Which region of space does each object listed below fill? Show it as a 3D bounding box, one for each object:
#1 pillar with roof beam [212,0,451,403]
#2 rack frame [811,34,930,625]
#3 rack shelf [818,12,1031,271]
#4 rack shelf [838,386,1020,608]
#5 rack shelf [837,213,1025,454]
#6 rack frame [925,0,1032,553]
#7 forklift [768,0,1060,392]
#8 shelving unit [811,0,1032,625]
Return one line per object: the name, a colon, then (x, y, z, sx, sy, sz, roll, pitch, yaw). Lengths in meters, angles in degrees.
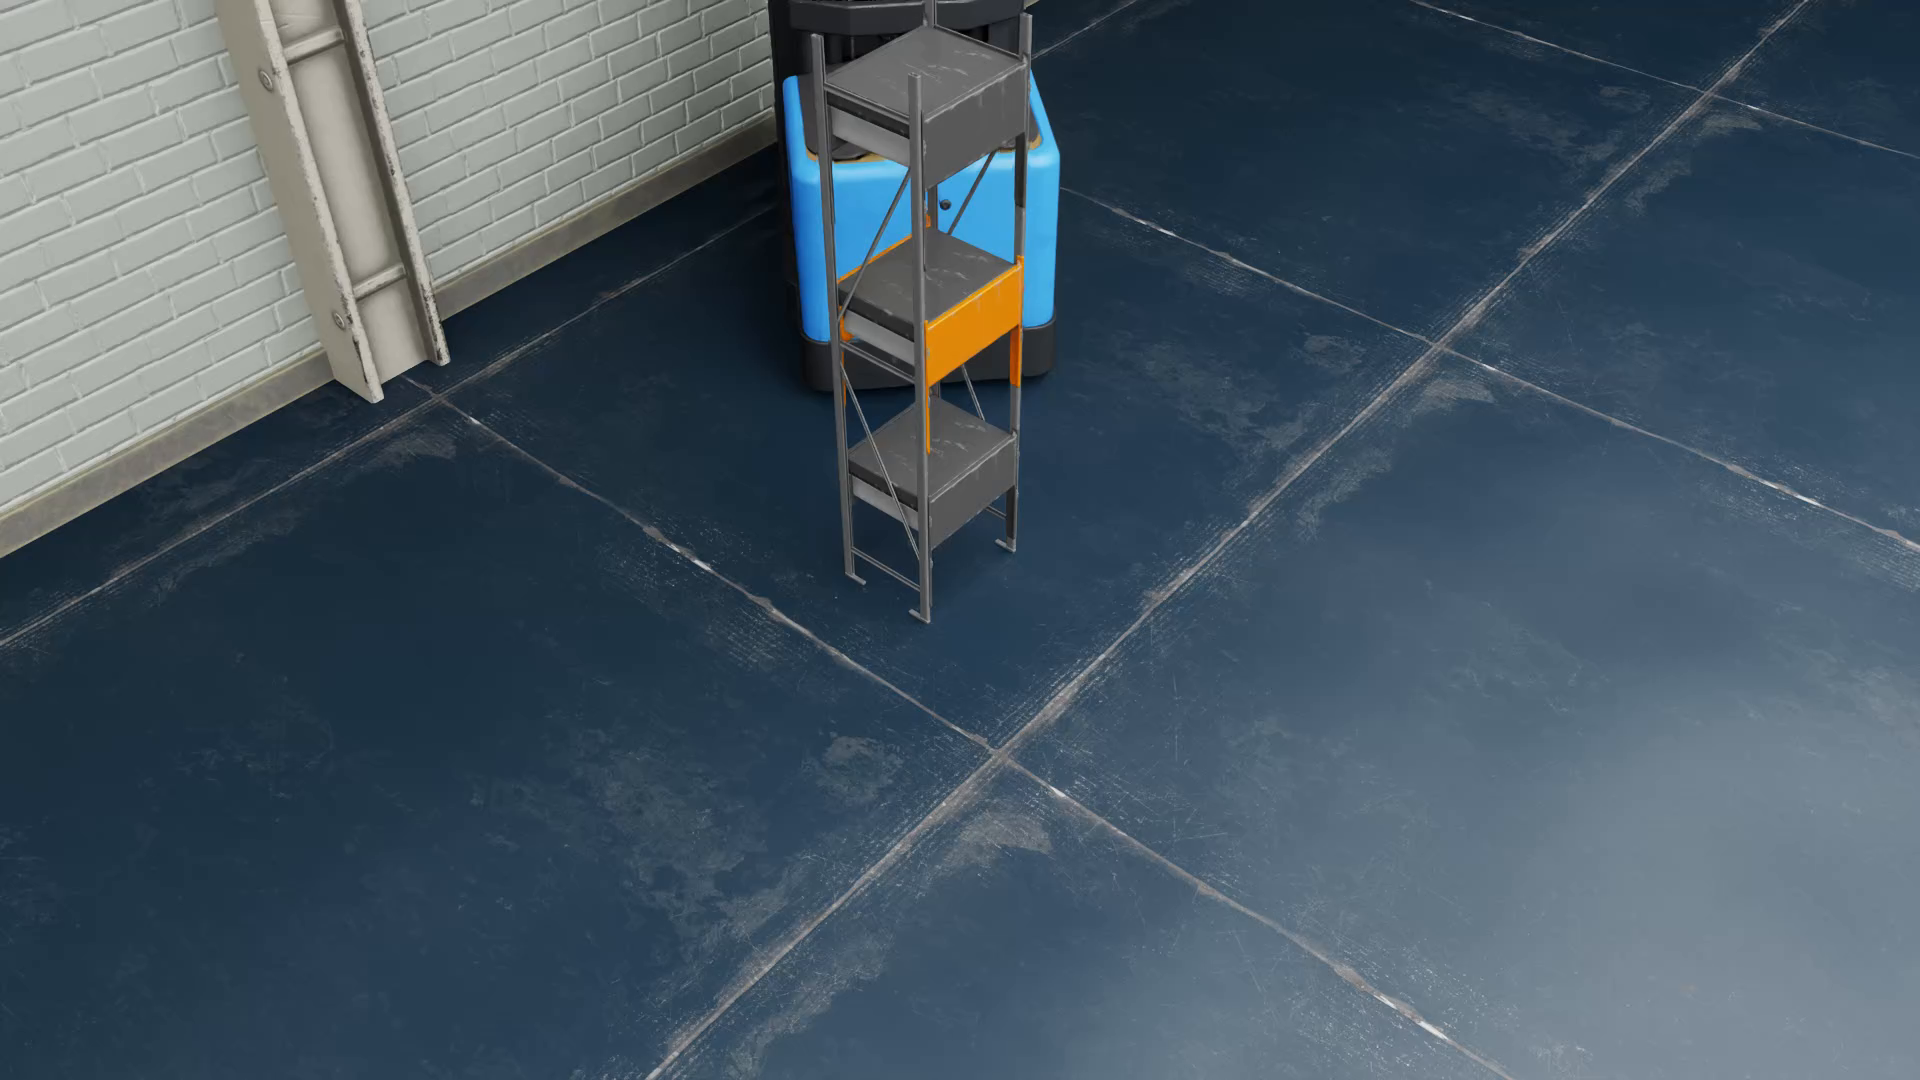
pillar with roof beam: (0.882, -2.196, 1.976, 9.100, 9.000, 0.400, 29, 50, 28)
rack frame: (-0.264, -0.566, 5.312, 0.400, 2.100, 0.015, 29, 50, 28)
rack shelf: (-0.107, -1.199, 4.988, 0.431, 0.518, 0.480, 29, 50, 28)
rack shelf: (-0.107, -0.164, 5.930, 0.431, 0.518, 0.480, 29, 50, 28)
rack shelf: (-0.107, -0.682, 5.459, 0.431, 0.518, 0.480, 29, 50, 28)
rack frame: (0.050, -0.817, 5.588, 0.400, 2.100, 0.015, 29, 50, 28)
forklift: (-0.303, -2.684, 7.023, 1.130, 2.935, 3.031, -5, 43, -5)
shelving unit: (-0.107, -0.692, 5.450, 0.431, 2.100, 0.503, 29, 50, 28)
